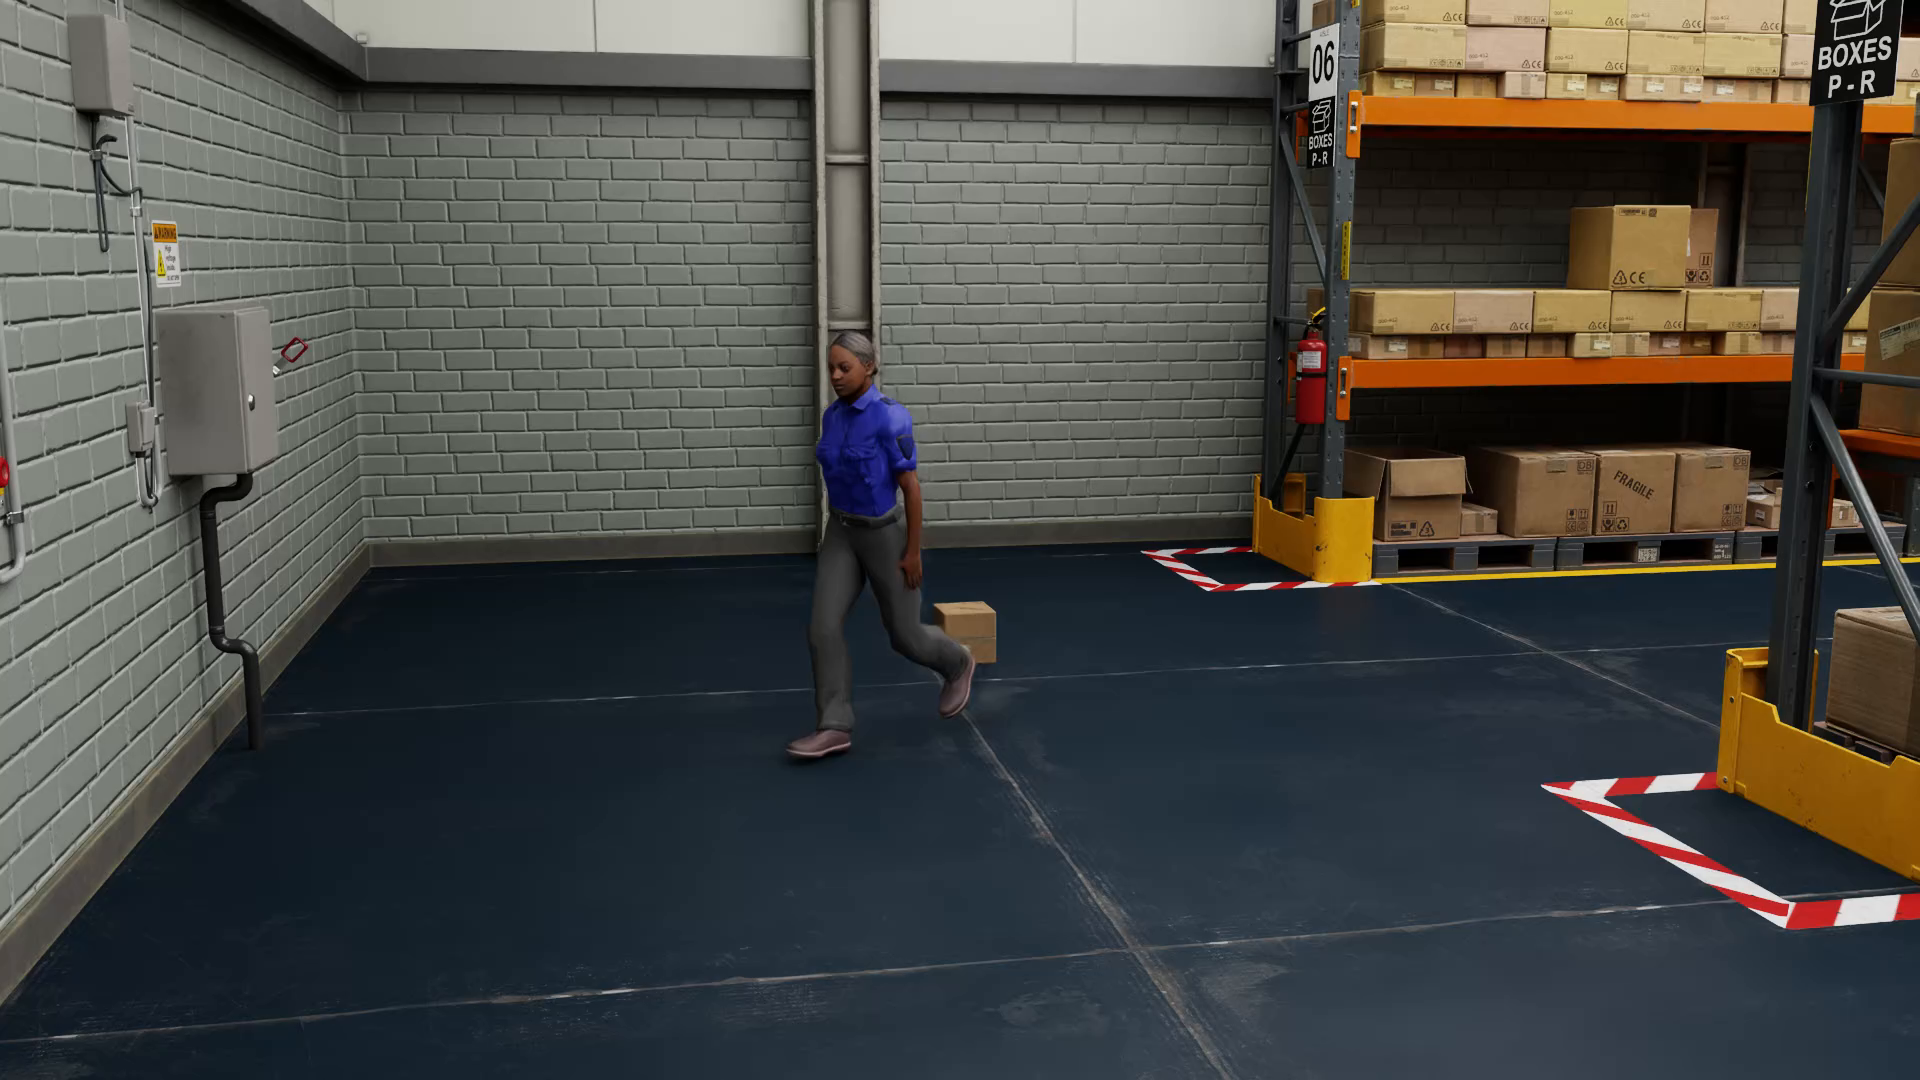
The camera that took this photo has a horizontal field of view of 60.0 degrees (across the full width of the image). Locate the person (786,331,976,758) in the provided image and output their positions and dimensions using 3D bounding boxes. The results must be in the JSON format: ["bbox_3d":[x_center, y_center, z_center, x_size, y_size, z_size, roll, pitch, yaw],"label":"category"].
[{"bbox_3d":[-0.285,-0.004,6.437,0.454,1.607,0.903,7,12,37],"label":"person"}]
